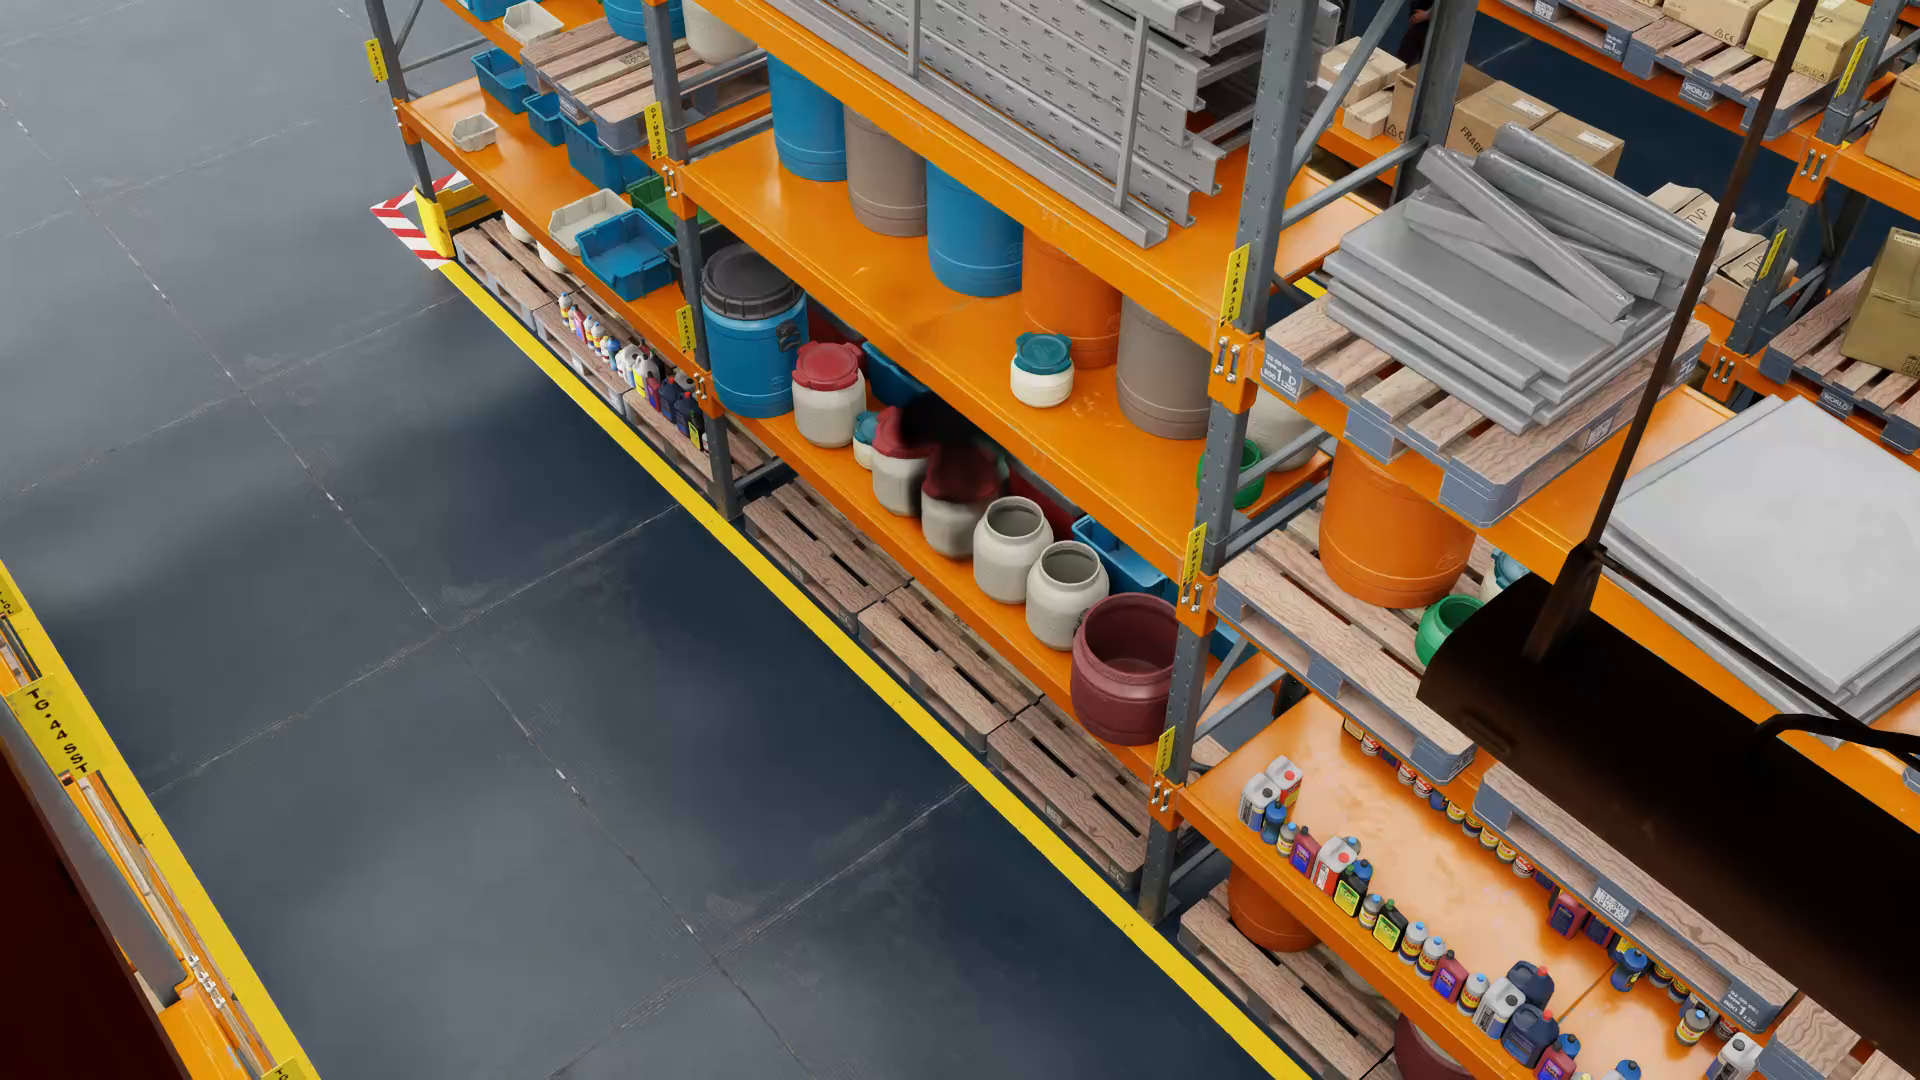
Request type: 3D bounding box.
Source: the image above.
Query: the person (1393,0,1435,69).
[{"bbox_3d":[3.982,-4.321,13.844,0.808,1.645,0.661,31,54,26],"label":"person"}]

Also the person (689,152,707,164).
[{"bbox_3d":[-2.359,-3.659,13.252,0.587,1.735,0.648,23,51,20],"label":"person"}]
